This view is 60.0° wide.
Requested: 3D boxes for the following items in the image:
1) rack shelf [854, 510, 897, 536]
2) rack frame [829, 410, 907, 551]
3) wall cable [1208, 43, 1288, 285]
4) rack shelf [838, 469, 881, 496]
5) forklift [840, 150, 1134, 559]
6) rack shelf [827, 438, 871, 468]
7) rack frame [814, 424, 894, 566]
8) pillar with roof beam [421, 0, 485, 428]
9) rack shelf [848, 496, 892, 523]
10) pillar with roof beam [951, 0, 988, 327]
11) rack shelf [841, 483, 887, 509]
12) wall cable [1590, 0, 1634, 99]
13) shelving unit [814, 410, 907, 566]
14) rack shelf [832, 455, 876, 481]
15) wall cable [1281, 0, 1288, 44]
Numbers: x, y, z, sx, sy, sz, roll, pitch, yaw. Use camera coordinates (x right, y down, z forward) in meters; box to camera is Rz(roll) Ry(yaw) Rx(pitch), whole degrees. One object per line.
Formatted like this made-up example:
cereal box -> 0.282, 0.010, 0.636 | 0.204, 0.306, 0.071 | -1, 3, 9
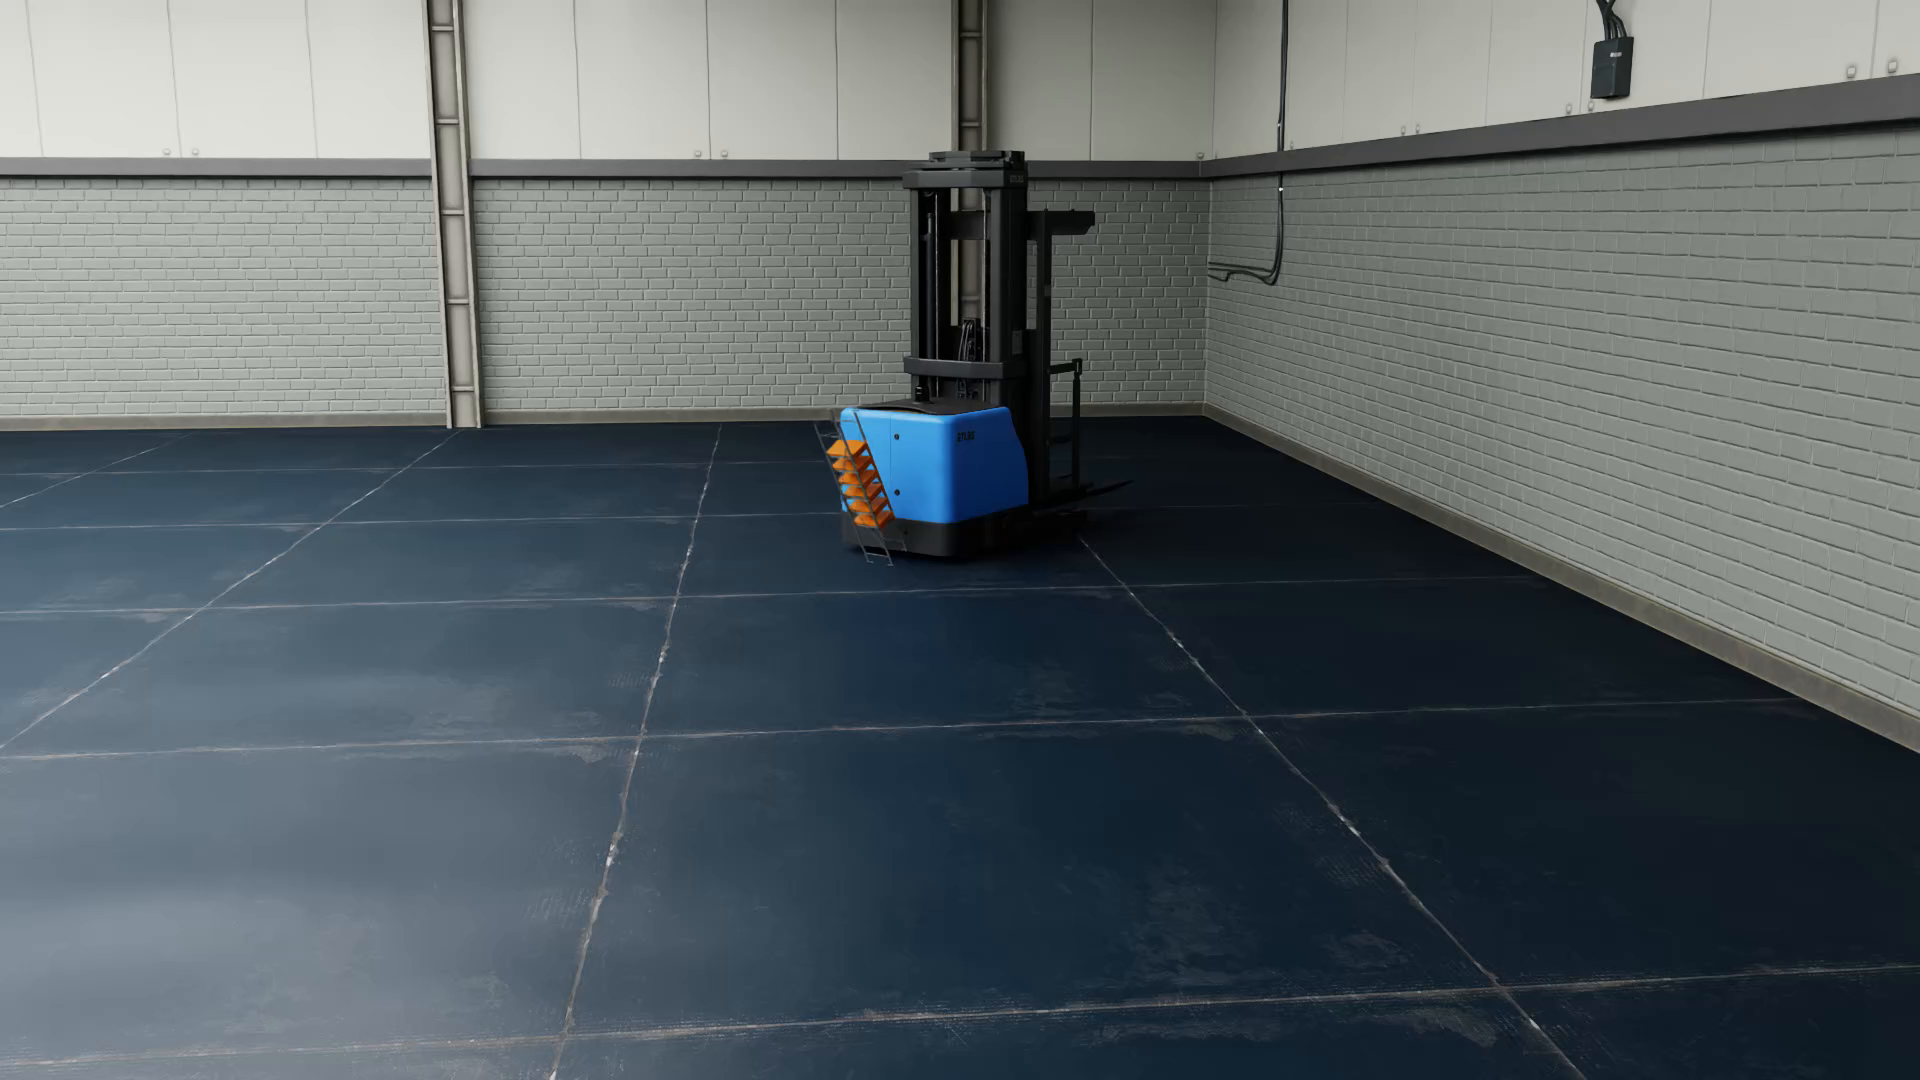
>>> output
rack shelf -> -0.612, -0.132, 11.855 | 0.258, 0.103, 0.180 | 8, 42, 35
rack frame -> -0.643, -0.412, 11.755 | 0.240, 1.200, 0.006 | 8, 42, 35
wall cable -> 3.180, -4.175, 18.824 | 0.112, 2.526, 3.097 | -1, 11, -6
rack shelf -> -0.711, -0.417, 11.658 | 0.258, 0.103, 0.180 | 8, 42, 35
forklift -> 0.363, -1.538, 13.091 | 1.130, 2.935, 3.031 | 8, 14, 34
rack shelf -> -0.778, -0.606, 11.527 | 0.258, 0.103, 0.180 | 8, 42, 35
rack frame -> -0.737, -0.302, 11.644 | 0.240, 1.200, 0.006 | 8, 42, 35
pillar with roof beam -> -5.392, -4.940, 14.667 | 0.400, 9.000, 9.100 | -1, 11, -6
rack shelf -> -0.645, -0.227, 11.789 | 0.258, 0.103, 0.180 | 8, 42, 35
pillar with roof beam -> 0.573, -5.065, 15.303 | 0.400, 9.000, 9.100 | -1, 11, -6
rack shelf -> -0.678, -0.322, 11.724 | 0.258, 0.103, 0.180 | 8, 42, 35
wall cable -> 4.189, -5.546, 8.934 | 0.169, 6.003, 2.305 | -1, 11, -6
shelving unit -> -0.690, -0.357, 11.700 | 0.258, 1.200, 0.189 | 8, 42, 35
rack shelf -> -0.744, -0.512, 11.593 | 0.258, 0.103, 0.180 | 8, 42, 35
wall cable -> 3.472, -6.134, 15.698 | 0.112, 2.526, 3.097 | -1, 11, -6
